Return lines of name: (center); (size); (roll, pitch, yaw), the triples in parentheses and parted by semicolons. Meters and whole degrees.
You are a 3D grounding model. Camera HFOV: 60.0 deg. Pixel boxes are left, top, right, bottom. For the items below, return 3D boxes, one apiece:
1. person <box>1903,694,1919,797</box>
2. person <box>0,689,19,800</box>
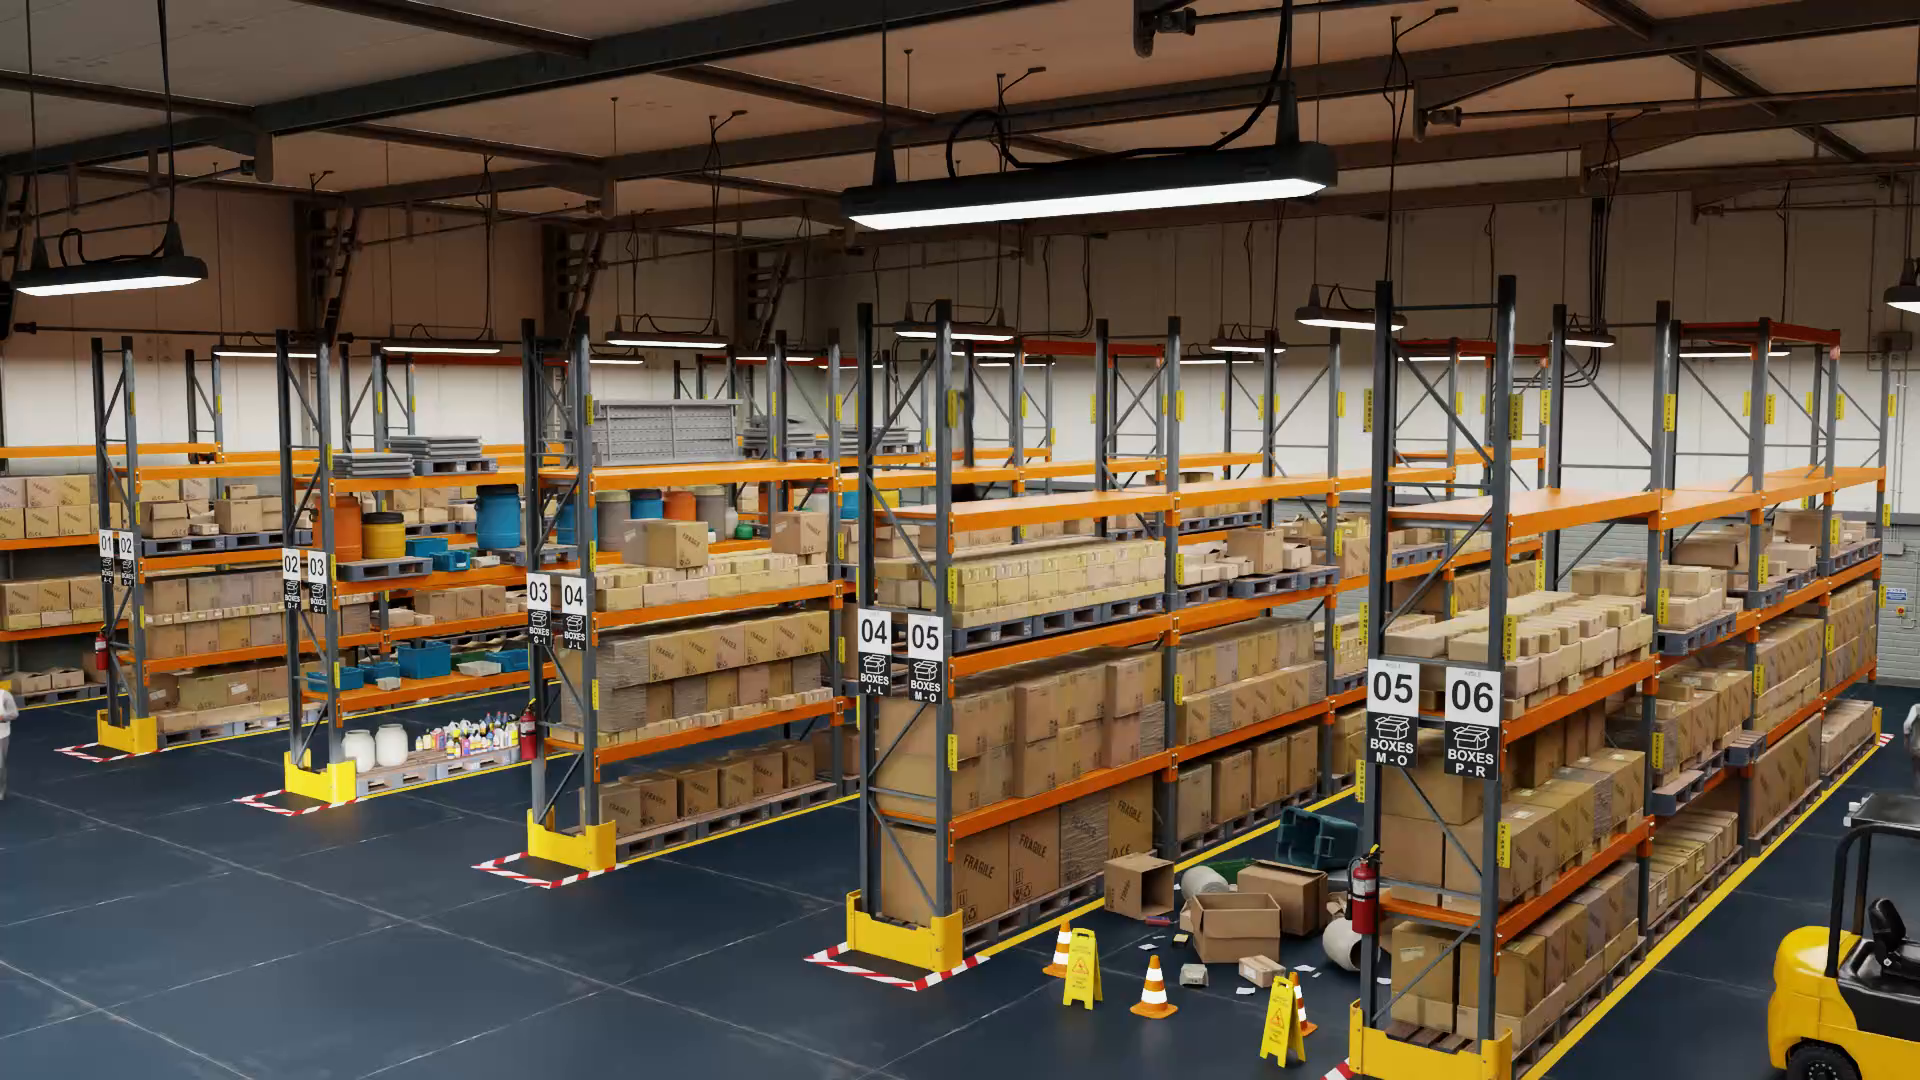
person: (11.825, 2.577, 20.351); (0.537, 1.586, 0.881); (2, 5, 24)
person: (-12.080, 2.484, 20.730); (0.643, 1.836, 0.796); (-2, 6, -26)
